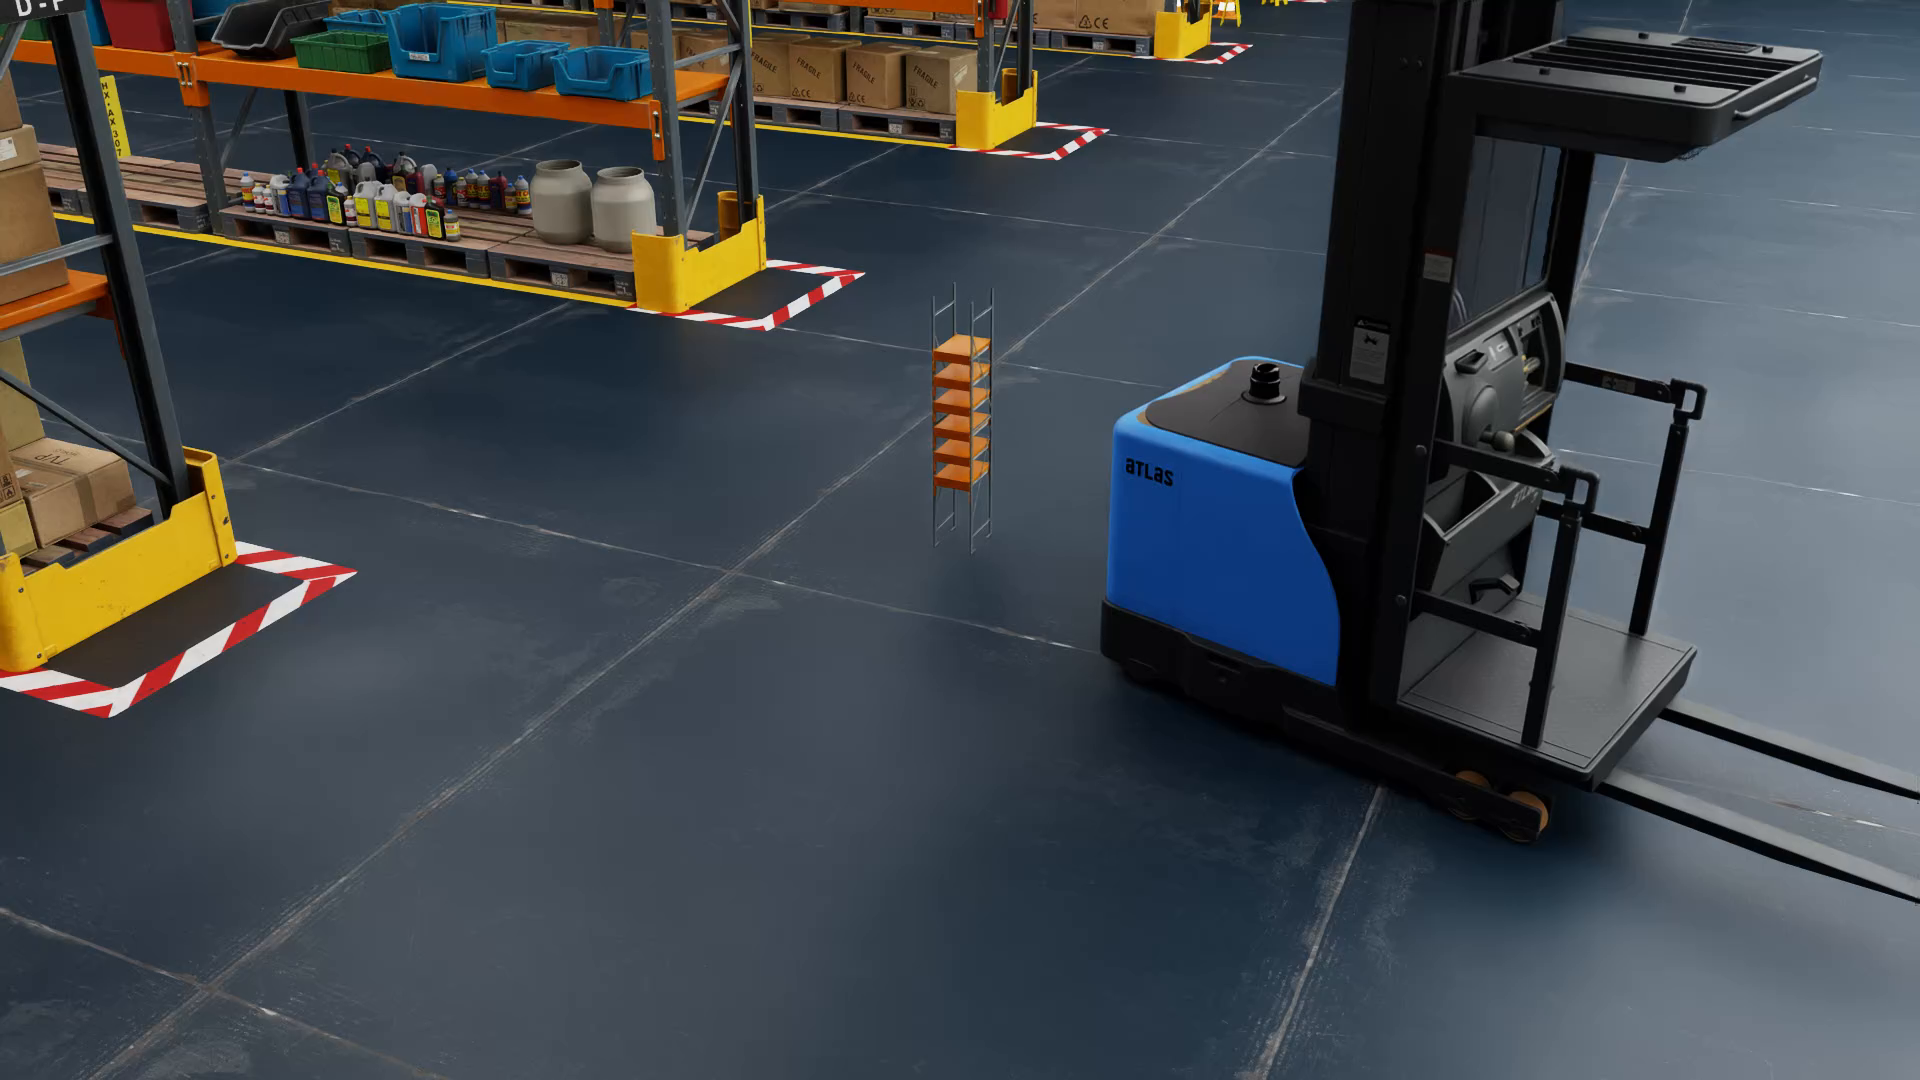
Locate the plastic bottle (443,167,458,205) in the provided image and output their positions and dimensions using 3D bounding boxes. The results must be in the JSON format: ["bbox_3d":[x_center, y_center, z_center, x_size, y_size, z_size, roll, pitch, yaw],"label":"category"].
[{"bbox_3d":[-3.748,-2.614,12.253,0.097,0.271,0.097,0,26,0],"label":"plastic bottle"}]

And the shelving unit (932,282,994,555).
[{"bbox_3d":[0.013,-0.536,7.480,0.189,1.200,0.258,11,28,22],"label":"shelving unit"}]

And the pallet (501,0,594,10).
[{"bbox_3d":[-5.437,-7.388,22.517,1.213,0.211,1.003,11,28,22],"label":"pallet"}]

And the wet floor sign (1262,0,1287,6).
[{"bbox_3d":[4.243,-7.520,22.294,0.232,0.644,0.267,23,35,39],"label":"wet floor sign"}]

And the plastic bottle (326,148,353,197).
[{"bbox_3d":[-4.634,-2.746,12.432,0.185,0.351,0.144,11,28,22],"label":"plastic bottle"}]

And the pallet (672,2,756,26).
[{"bbox_3d":[-2.933,-6.846,21.417,1.213,0.211,1.003,11,28,22],"label":"pallet"}]

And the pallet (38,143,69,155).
[{"bbox_3d":[-8.232,-3.120,13.848,1.213,0.211,1.003,11,28,22],"label":"pallet"}]

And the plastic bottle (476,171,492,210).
[{"bbox_3d":[-3.473,-2.558,12.141,0.097,0.271,0.097,0,26,0],"label":"plastic bottle"}]

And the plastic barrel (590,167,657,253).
[{"bbox_3d":[-2.270,-2.227,11.219,0.421,0.512,0.421,0,26,0],"label":"plastic barrel"}]

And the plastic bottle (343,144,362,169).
[{"bbox_3d":[-4.575,-2.804,12.550,0.185,0.351,0.144,11,28,20],"label":"plastic bottle"}]

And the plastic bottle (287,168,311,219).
[{"bbox_3d":[-4.717,-2.491,11.915,0.185,0.351,0.144,12,29,23],"label":"plastic bottle"}]

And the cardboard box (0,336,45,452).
[{"bbox_3d":[-4.545,-0.644,7.450,0.500,0.500,0.500,11,28,22],"label":"cardboard box"}]

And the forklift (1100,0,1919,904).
[{"bbox_3d":[2.018,-0.553,5.554,3.031,2.935,1.130,20,33,35],"label":"forklift"}]

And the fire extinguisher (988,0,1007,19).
[{"bbox_3d":[0.325,-4.816,14.224,0.183,0.674,0.296,11,28,22],"label":"fire extinguisher"}]

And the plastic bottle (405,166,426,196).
[{"bbox_3d":[-4.003,-2.605,12.223,0.133,0.283,0.061,11,28,22],"label":"plastic bottle"}]

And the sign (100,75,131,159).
[{"bbox_3d":[-3.458,-1.720,6.779,0.005,0.325,0.100,11,28,22],"label":"sign"}]

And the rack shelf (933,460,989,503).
[{"bbox_3d":[0.013,-0.280,7.605,0.180,0.103,0.258,11,28,22],"label":"rack shelf"}]

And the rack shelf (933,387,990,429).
[{"bbox_3d":[0.013,-0.603,7.446,0.180,0.103,0.258,11,28,22],"label":"rack shelf"}]

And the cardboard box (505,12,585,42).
[{"bbox_3d":[-4.207,-5.080,17.004,0.500,0.500,0.700,11,28,21],"label":"cardboard box"}]

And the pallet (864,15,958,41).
[{"bbox_3d":[-0.425,-6.343,20.394,1.213,0.211,1.003,11,28,22],"label":"pallet"}]

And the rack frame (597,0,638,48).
[{"bbox_3d":[-3.230,-5.788,16.111,0.127,3.000,1.000,11,28,22],"label":"rack frame"}]

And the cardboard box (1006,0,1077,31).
[{"bbox_3d":[1.110,-6.525,19.538,0.875,0.875,0.875,11,28,21],"label":"cardboard box"}]

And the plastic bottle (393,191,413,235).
[{"bbox_3d":[-3.837,-2.283,11.576,0.135,0.276,0.152,11,28,20],"label":"plastic bottle"}]

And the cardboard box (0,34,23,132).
[{"bbox_3d":[-4.161,-1.802,6.431,0.500,0.500,0.700,11,28,22],"label":"cardboard box"}]

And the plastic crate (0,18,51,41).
[{"bbox_3d":[-6.983,-3.907,12.529,0.662,0.188,0.450,11,28,22],"label":"plastic crate"}]

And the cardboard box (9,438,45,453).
[{"bbox_3d":[-4.546,-0.307,7.615,0.500,0.250,0.500,11,28,22],"label":"cardboard box"}]

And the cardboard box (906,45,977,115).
[{"bbox_3d":[-0.150,-4.245,15.330,0.500,0.500,0.500,17,31,31],"label":"cardboard box"}]

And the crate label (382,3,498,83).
[{"bbox_3d":[-3.427,-3.309,11.035,0.616,0.435,0.502,11,28,22],"label":"crate label"}]

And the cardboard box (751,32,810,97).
[{"bbox_3d":[-1.760,-4.582,16.016,0.500,0.500,0.500,9,28,17],"label":"cardboard box"}]

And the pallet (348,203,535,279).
[{"bbox_3d":[-3.572,-2.184,11.946,1.213,0.211,1.003,11,28,22],"label":"pallet"}]

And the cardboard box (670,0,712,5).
[{"bbox_3d":[-3.412,-7.369,21.392,0.750,0.750,1.050,12,29,23],"label":"cardboard box"}]

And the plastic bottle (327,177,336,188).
[{"bbox_3d":[-4.535,-2.478,11.977,0.097,0.271,0.097,0,26,0],"label":"plastic bottle"}]

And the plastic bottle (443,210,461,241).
[{"bbox_3d":[-3.492,-2.167,11.425,0.097,0.201,0.097,0,26,0],"label":"plastic bottle"}]

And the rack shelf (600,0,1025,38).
[{"bbox_3d":[-1.410,-5.100,15.527,4.000,0.370,1.077,11,28,22],"label":"rack shelf"}]

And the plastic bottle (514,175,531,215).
[{"bbox_3d":[-3.161,-2.496,12.014,0.097,0.271,0.097,0,26,0],"label":"plastic bottle"}]

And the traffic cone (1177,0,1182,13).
[{"bbox_3d":[2.661,-6.563,20.556,0.334,0.463,0.336,11,28,22],"label":"traffic cone"}]

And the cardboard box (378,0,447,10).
[{"bbox_3d":[-5.762,-5.729,17.473,0.500,0.250,0.500,15,30,28],"label":"cardboard box"}]

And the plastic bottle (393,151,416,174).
[{"bbox_3d":[-4.106,-2.710,12.359,0.185,0.351,0.144,11,28,21],"label":"plastic bottle"}]

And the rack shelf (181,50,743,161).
[{"bbox_3d":[-3.460,-3.108,11.482,4.000,0.370,1.077,11,28,22],"label":"rack shelf"}]

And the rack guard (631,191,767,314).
[{"bbox_3d":[-1.728,-1.939,11.122,0.348,0.500,1.175,11,28,22],"label":"rack guard"}]

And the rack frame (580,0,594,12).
[{"bbox_3d":[-4.726,-8.496,21.610,0.127,3.000,1.000,11,28,22],"label":"rack frame"}]

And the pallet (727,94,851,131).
[{"bbox_3d":[-1.490,-4.206,16.054,1.213,0.211,1.003,11,28,22],"label":"pallet"}]

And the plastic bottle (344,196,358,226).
[{"bbox_3d":[-4.298,-2.329,11.754,0.097,0.201,0.097,0,26,0],"label":"plastic bottle"}]

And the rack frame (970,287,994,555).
[{"bbox_3d":[0.096,-0.519,7.446,0.006,1.200,0.240,11,28,22],"label":"rack frame"}]

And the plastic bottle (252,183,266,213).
[{"bbox_3d":[-5.079,-2.486,12.073,0.097,0.201,0.097,0,26,0],"label":"plastic bottle"}]

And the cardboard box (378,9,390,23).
[{"bbox_3d":[-5.743,-5.385,17.623,0.500,0.500,0.700,9,28,18],"label":"cardboard box"}]

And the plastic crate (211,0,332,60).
[{"bbox_3d":[-4.856,-3.622,11.781,0.504,0.338,0.767,11,28,22],"label":"plastic crate"}]
